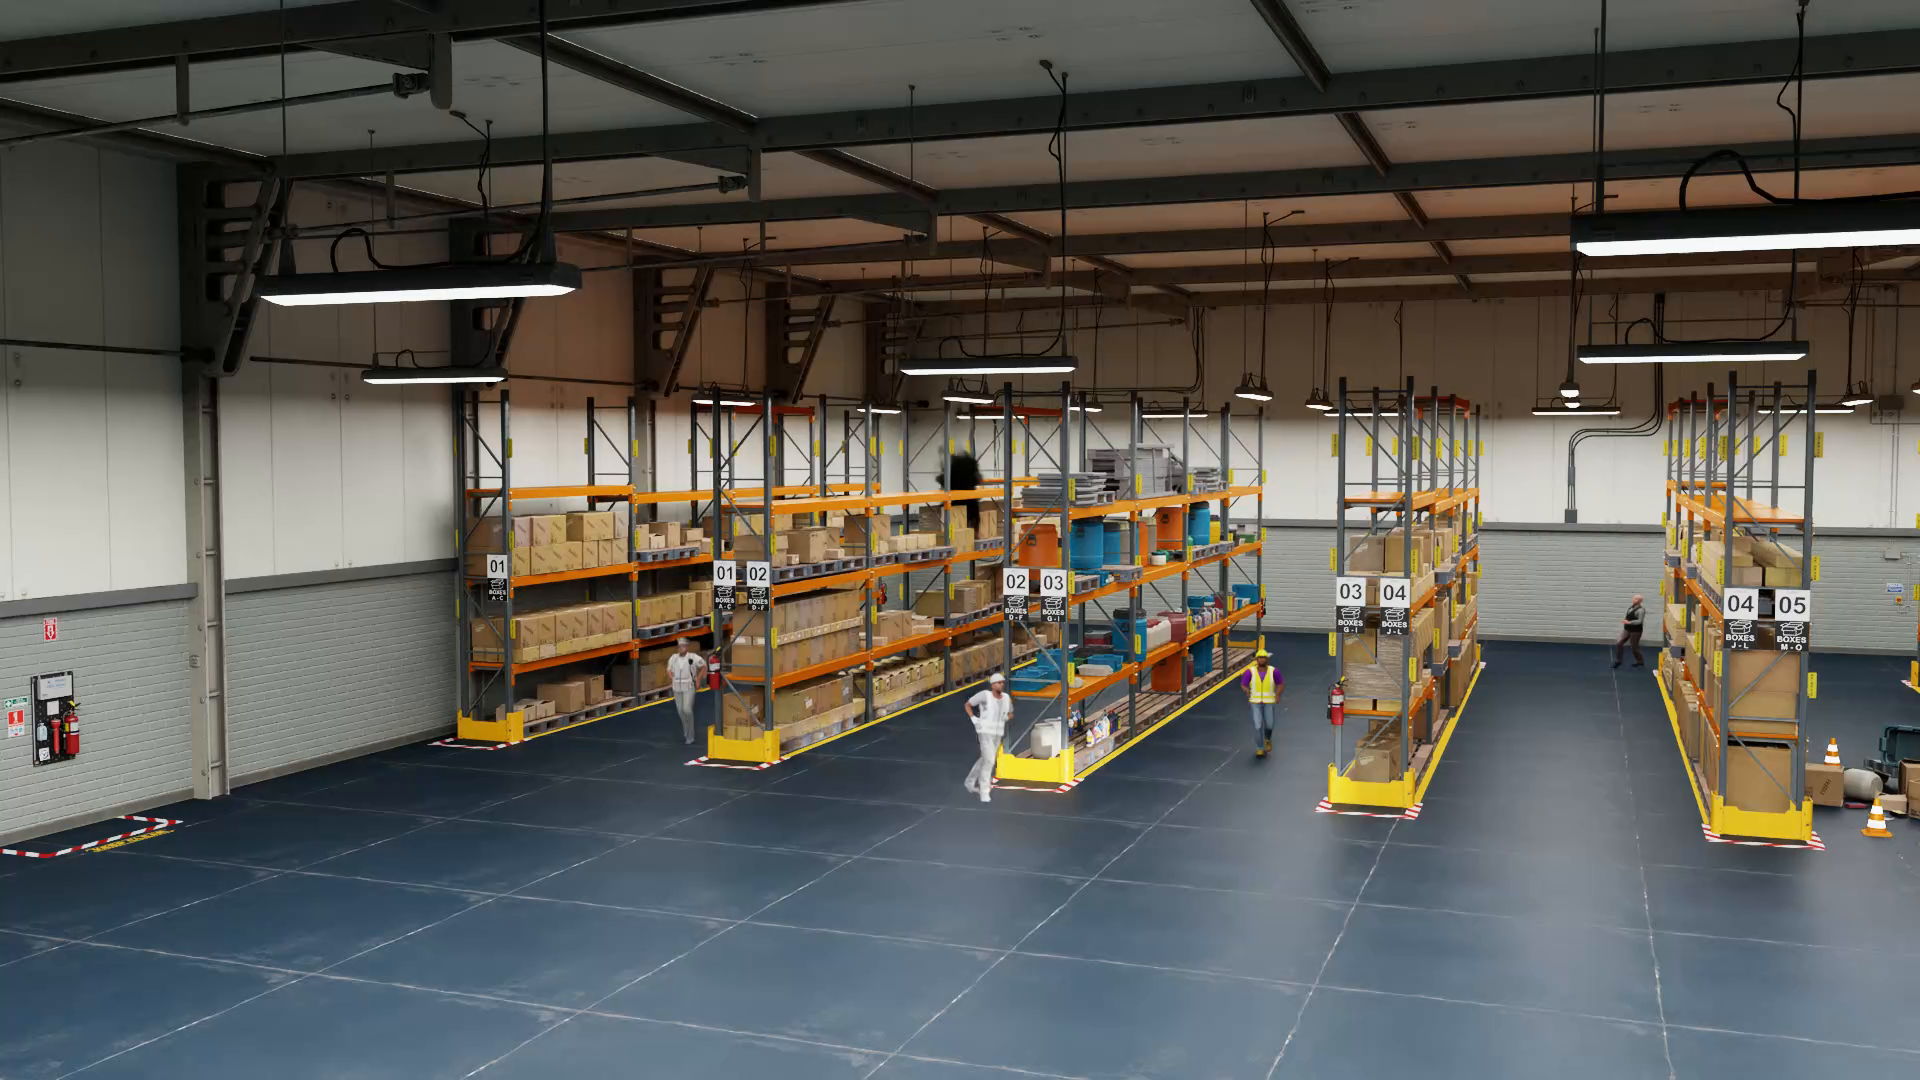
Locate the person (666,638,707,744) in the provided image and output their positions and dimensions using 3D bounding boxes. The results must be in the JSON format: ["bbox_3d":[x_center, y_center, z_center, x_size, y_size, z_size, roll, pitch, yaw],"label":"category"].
[{"bbox_3d":[-4.702,2.526,28.350,0.638,1.745,0.767,1,3,13],"label":"person"}]

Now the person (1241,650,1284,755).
[{"bbox_3d":[4.913,2.648,27.026,0.692,1.719,0.582,0,3,9],"label":"person"}]

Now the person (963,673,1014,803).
[{"bbox_3d":[0.418,2.823,23.927,0.685,1.840,0.711,-3,4,-39],"label":"person"}]

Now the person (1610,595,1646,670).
[{"bbox_3d":[15.145,2.082,37.439,0.815,1.713,0.648,-1,3,-15],"label":"person"}]
